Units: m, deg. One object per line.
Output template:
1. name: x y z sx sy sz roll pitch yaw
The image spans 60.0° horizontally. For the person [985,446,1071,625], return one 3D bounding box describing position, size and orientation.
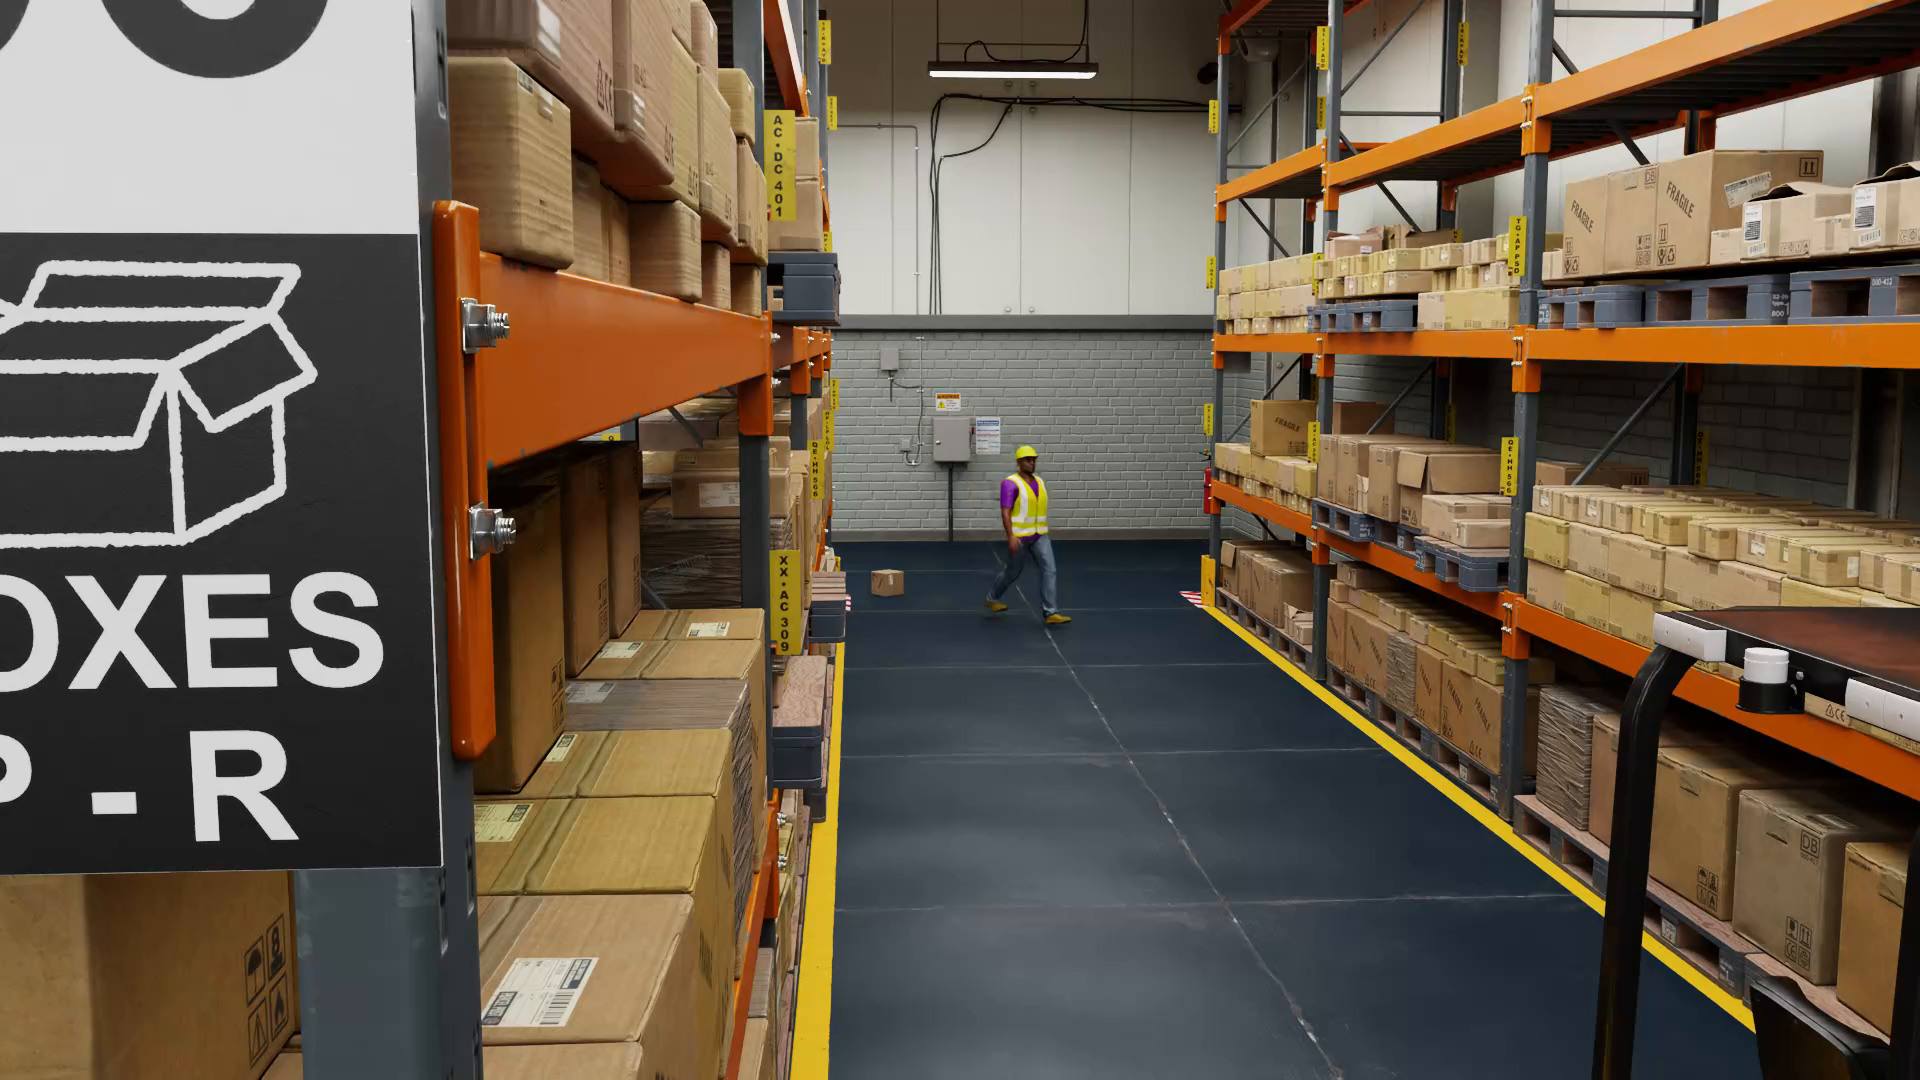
1. person: 0.647 -0.052 16.134 0.602 1.722 1.054 -5 8 -33
